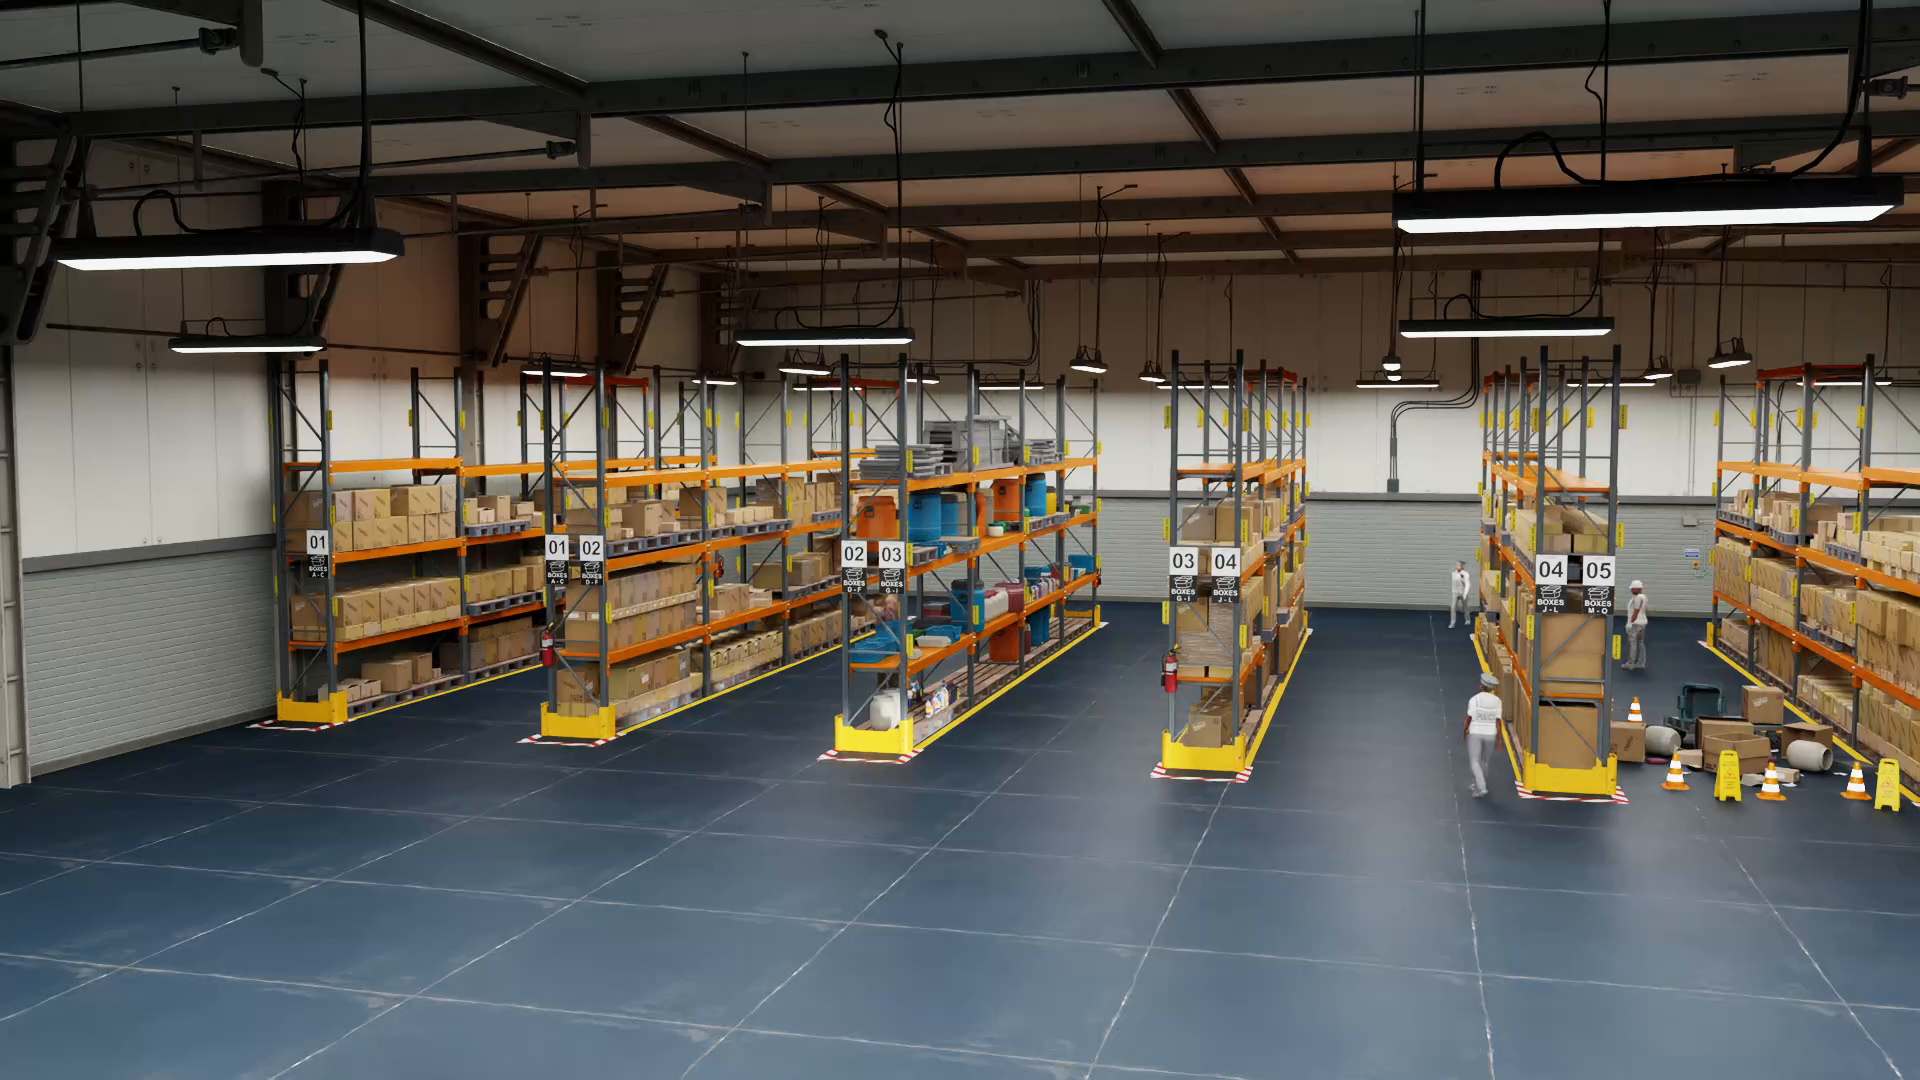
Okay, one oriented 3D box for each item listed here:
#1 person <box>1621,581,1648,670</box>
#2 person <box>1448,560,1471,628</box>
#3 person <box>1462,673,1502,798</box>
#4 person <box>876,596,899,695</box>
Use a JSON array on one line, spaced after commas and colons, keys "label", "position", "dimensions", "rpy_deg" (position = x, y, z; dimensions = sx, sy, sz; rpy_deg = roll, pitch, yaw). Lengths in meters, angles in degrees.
[{"label": "person", "position": [13.584, 1.709, 33.485], "dimensions": [0.430, 1.787, 0.652], "rpy_deg": [4, 6, 44]}, {"label": "person", "position": [12.073, 1.292, 40.142], "dimensions": [0.504, 1.636, 0.987], "rpy_deg": [3, 5, 34]}, {"label": "person", "position": [6.926, 2.591, 22.048], "dimensions": [0.503, 1.647, 0.928], "rpy_deg": [0, 4, 3]}, {"label": "person", "position": [-1.284, 1.918, 30.211], "dimensions": [0.468, 1.799, 0.606], "rpy_deg": [3, 5, 39]}]
